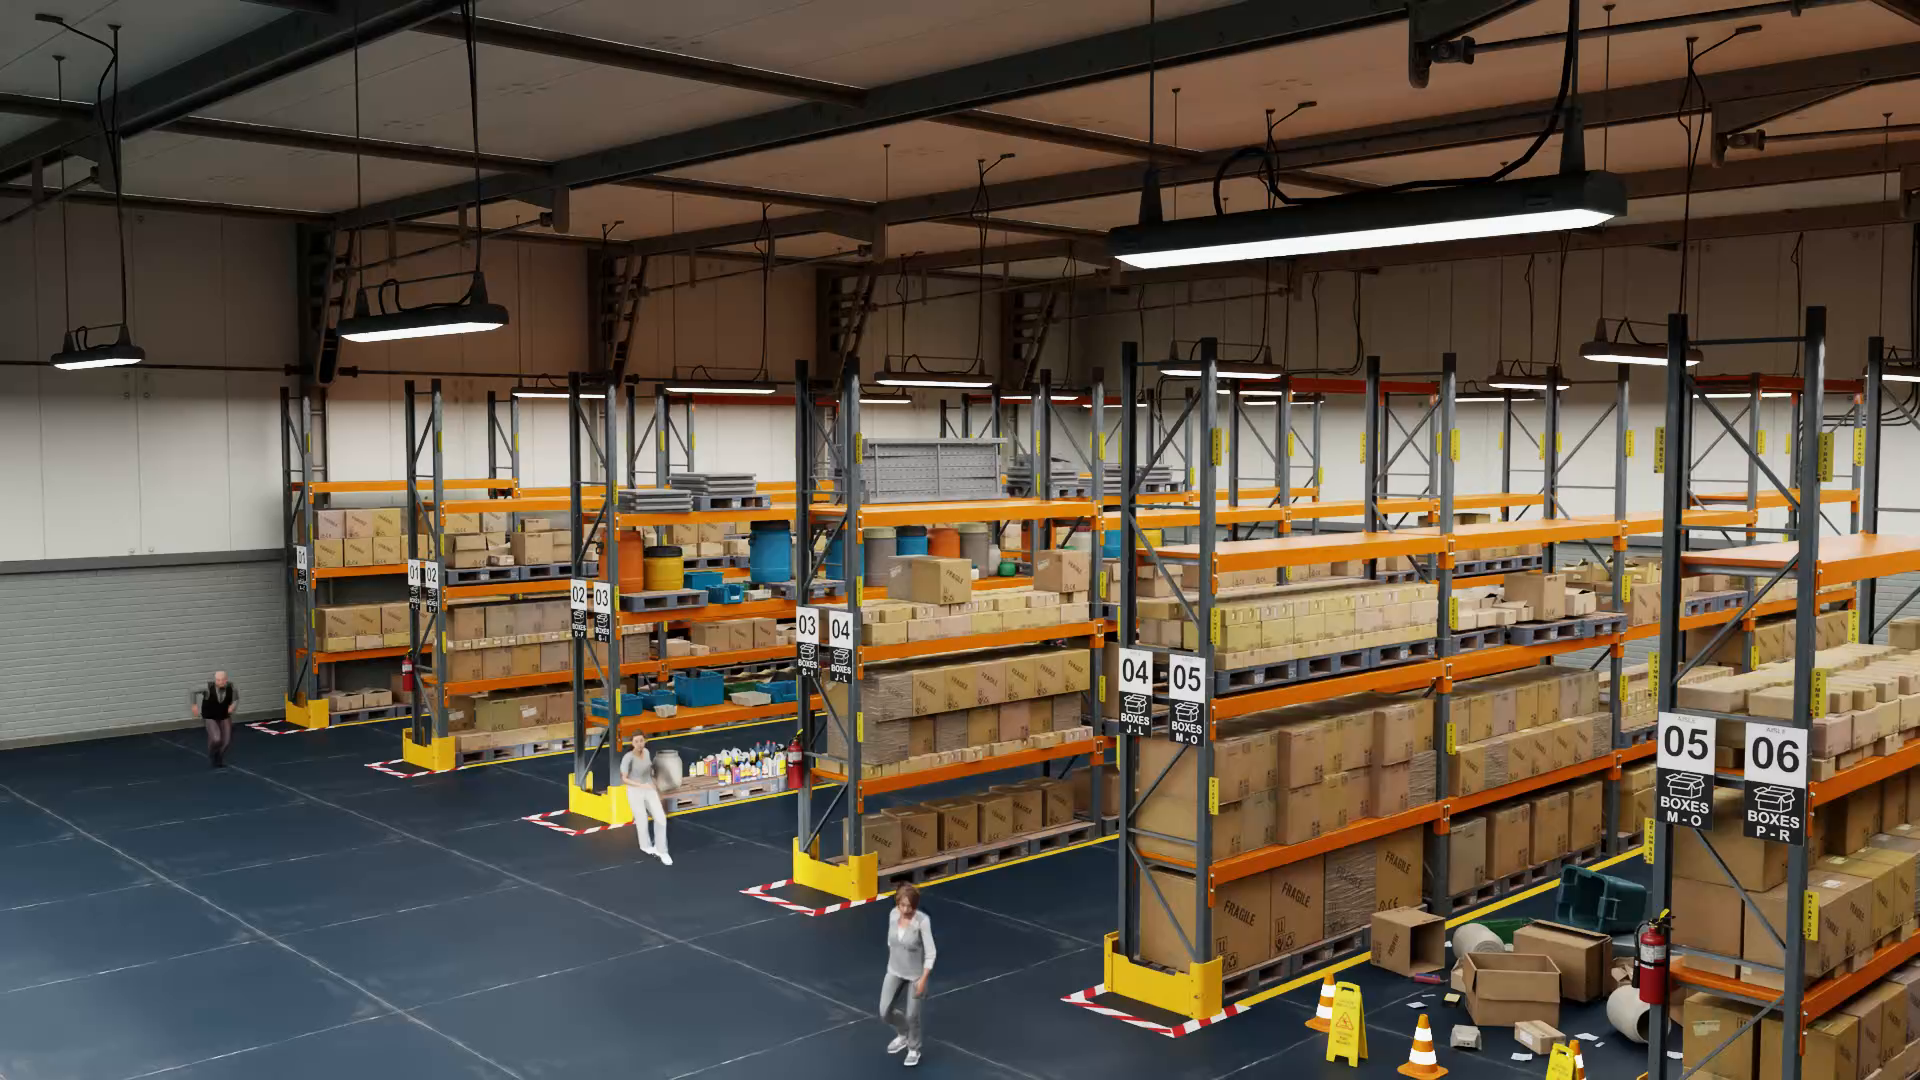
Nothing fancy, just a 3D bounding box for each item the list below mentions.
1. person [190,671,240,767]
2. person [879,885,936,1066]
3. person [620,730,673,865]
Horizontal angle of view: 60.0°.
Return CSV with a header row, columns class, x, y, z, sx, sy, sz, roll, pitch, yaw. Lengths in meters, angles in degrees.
class,x,y,z,sx,sy,sz,roll,pitch,yaw
person,-11.423,2.763,25.521,0.685,1.541,0.859,-3,4,-36
person,-0.418,3.538,13.472,0.544,1.533,0.601,1,4,22
person,-3.836,3.136,19.988,0.619,1.559,0.740,-2,4,-31
